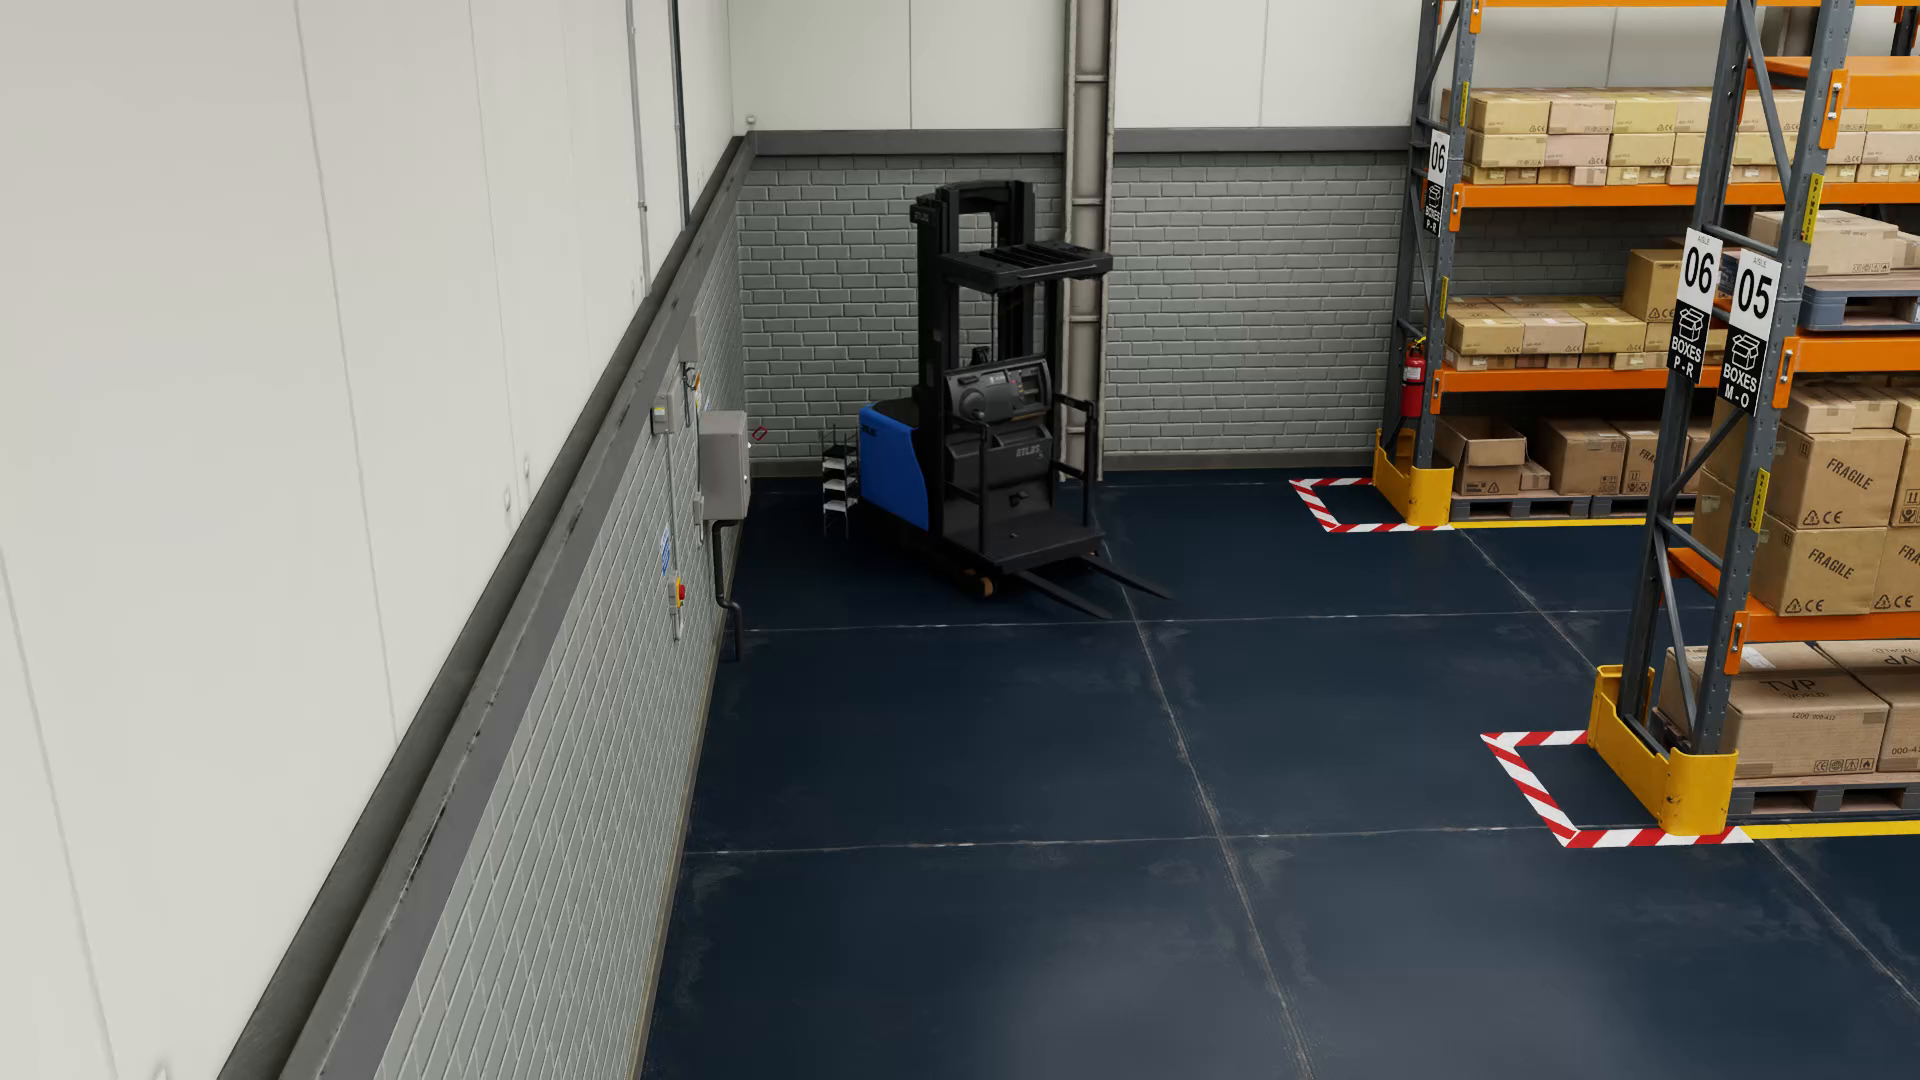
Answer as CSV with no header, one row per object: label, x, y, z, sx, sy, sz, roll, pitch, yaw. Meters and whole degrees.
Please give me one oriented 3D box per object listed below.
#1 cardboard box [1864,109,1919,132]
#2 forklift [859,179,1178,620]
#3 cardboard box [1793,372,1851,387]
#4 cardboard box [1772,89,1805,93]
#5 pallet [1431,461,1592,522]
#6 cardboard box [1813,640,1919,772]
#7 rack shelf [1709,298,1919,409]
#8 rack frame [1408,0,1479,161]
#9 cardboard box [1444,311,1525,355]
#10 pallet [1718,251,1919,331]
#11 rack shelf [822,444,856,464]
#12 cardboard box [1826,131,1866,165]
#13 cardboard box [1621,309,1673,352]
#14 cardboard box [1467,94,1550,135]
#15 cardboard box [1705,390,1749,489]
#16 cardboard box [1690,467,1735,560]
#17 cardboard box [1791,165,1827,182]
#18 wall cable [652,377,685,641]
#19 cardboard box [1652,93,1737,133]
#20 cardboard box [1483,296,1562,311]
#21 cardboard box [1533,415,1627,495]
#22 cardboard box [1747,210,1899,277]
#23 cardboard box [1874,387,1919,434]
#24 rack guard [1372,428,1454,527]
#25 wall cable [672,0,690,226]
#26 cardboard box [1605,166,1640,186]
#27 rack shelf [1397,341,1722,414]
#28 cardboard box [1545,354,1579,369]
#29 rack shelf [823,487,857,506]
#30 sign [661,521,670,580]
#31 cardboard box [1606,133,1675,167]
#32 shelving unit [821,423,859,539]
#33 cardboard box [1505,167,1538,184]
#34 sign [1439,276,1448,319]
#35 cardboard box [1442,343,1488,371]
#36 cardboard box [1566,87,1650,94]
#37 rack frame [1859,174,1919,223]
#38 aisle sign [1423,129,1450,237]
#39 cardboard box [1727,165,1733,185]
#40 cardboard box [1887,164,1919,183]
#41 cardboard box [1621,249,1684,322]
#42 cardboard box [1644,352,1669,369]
cardboard box,7.330,-3.413,13.244,0.500,0.250,0.500,-1,21,-3
forklift,0.423,-1.120,12.444,1.130,2.935,3.031,-14,25,-32
cardboard box,4.713,-0.869,9.230,0.250,0.149,0.380,-1,21,-2
cardboard box,6.793,-3.584,13.692,0.500,0.250,0.500,-2,21,-5
pallet,4.698,-0.438,14.474,1.213,0.211,1.003,-1,21,-3
cardboard box,5.680,0.971,9.866,0.875,0.438,0.875,-1,21,-2
rack shelf,6.111,-1.066,9.001,4.000,0.370,1.077,-1,21,-3
rack frame,3.827,-4.527,12.863,0.127,3.000,1.000,-1,21,-3
cardboard box,4.295,-1.705,13.677,0.500,0.250,0.500,-1,21,-3
pallet,4.854,-1.339,8.831,1.213,0.211,1.003,-1,21,-3
rack shelf,-0.976,-0.704,13.538,0.200,0.077,0.258,8,22,20
cardboard box,6.834,-3.162,13.287,0.500,0.250,0.500,-2,21,-5
cardboard box,5.814,-1.745,13.782,0.500,0.250,0.500,-2,21,-4
cardboard box,4.284,-3.347,13.071,0.500,0.250,0.500,-1,21,-4
cardboard box,4.581,-0.568,9.352,0.500,0.500,0.500,0,21,-1
cardboard box,4.580,-0.110,9.554,0.500,0.500,0.500,-1,21,-3
cardboard box,6.719,-2.967,13.335,0.250,0.149,0.380,-1,21,-3
wall cable,-1.514,-0.326,8.791,0.123,1.953,0.585,-1,21,-3
cardboard box,5.802,-3.380,13.157,0.500,0.250,0.500,-1,21,-2
cardboard box,4.786,-1.906,14.203,0.500,0.250,0.500,-1,21,-3
cardboard box,5.298,-0.733,14.254,0.500,0.500,0.700,0,21,-1
cardboard box,4.558,-1.576,8.808,0.500,0.250,0.500,-3,21,-8
cardboard box,5.008,-0.681,8.736,0.250,0.149,0.380,-1,21,-1
rack guard,3.903,-0.556,14.379,0.348,0.500,1.175,-1,21,-3
wall cable,-1.711,-3.823,10.962,0.133,3.039,2.988,-1,21,-3
cardboard box,5.191,-2.921,13.216,0.250,0.149,0.380,-1,21,-3
rack shelf,5.823,-1.427,14.165,4.000,0.370,1.077,-1,21,-3
cardboard box,4.938,-1.537,13.796,0.250,0.149,0.380,-1,21,-1
rack shelf,-0.978,-0.368,13.667,0.200,0.077,0.258,8,22,20
sign,-1.573,0.055,8.881,0.001,0.218,0.327,-1,21,-3
cardboard box,5.303,-3.129,13.201,0.500,0.250,0.500,-2,21,-5
shelving unit,-0.977,-0.483,13.623,0.210,0.900,0.258,8,22,20
cardboard box,4.418,-2.946,13.280,0.250,0.149,0.380,-1,21,-2
sign,3.858,-1.935,13.270,0.005,0.325,0.100,-1,21,-3
cardboard box,4.171,-1.515,13.737,0.250,0.149,0.380,-1,21,-3
cardboard box,5.288,-3.560,13.630,0.500,0.250,0.500,-1,21,-3
rack frame,7.820,-1.804,14.144,0.127,3.000,1.000,-1,21,-3
aisle sign,3.775,-2.832,13.190,0.004,0.787,0.394,-1,21,-3
cardboard box,5.943,-2.935,13.251,0.250,0.149,0.380,-1,21,-2
cardboard box,7.478,-2.976,13.360,0.250,0.149,0.380,-1,21,-3
cardboard box,5.793,-2.086,13.624,0.500,0.500,0.500,-1,21,-2
cardboard box,5.721,-1.536,13.792,0.250,0.149,0.380,-1,21,-2
